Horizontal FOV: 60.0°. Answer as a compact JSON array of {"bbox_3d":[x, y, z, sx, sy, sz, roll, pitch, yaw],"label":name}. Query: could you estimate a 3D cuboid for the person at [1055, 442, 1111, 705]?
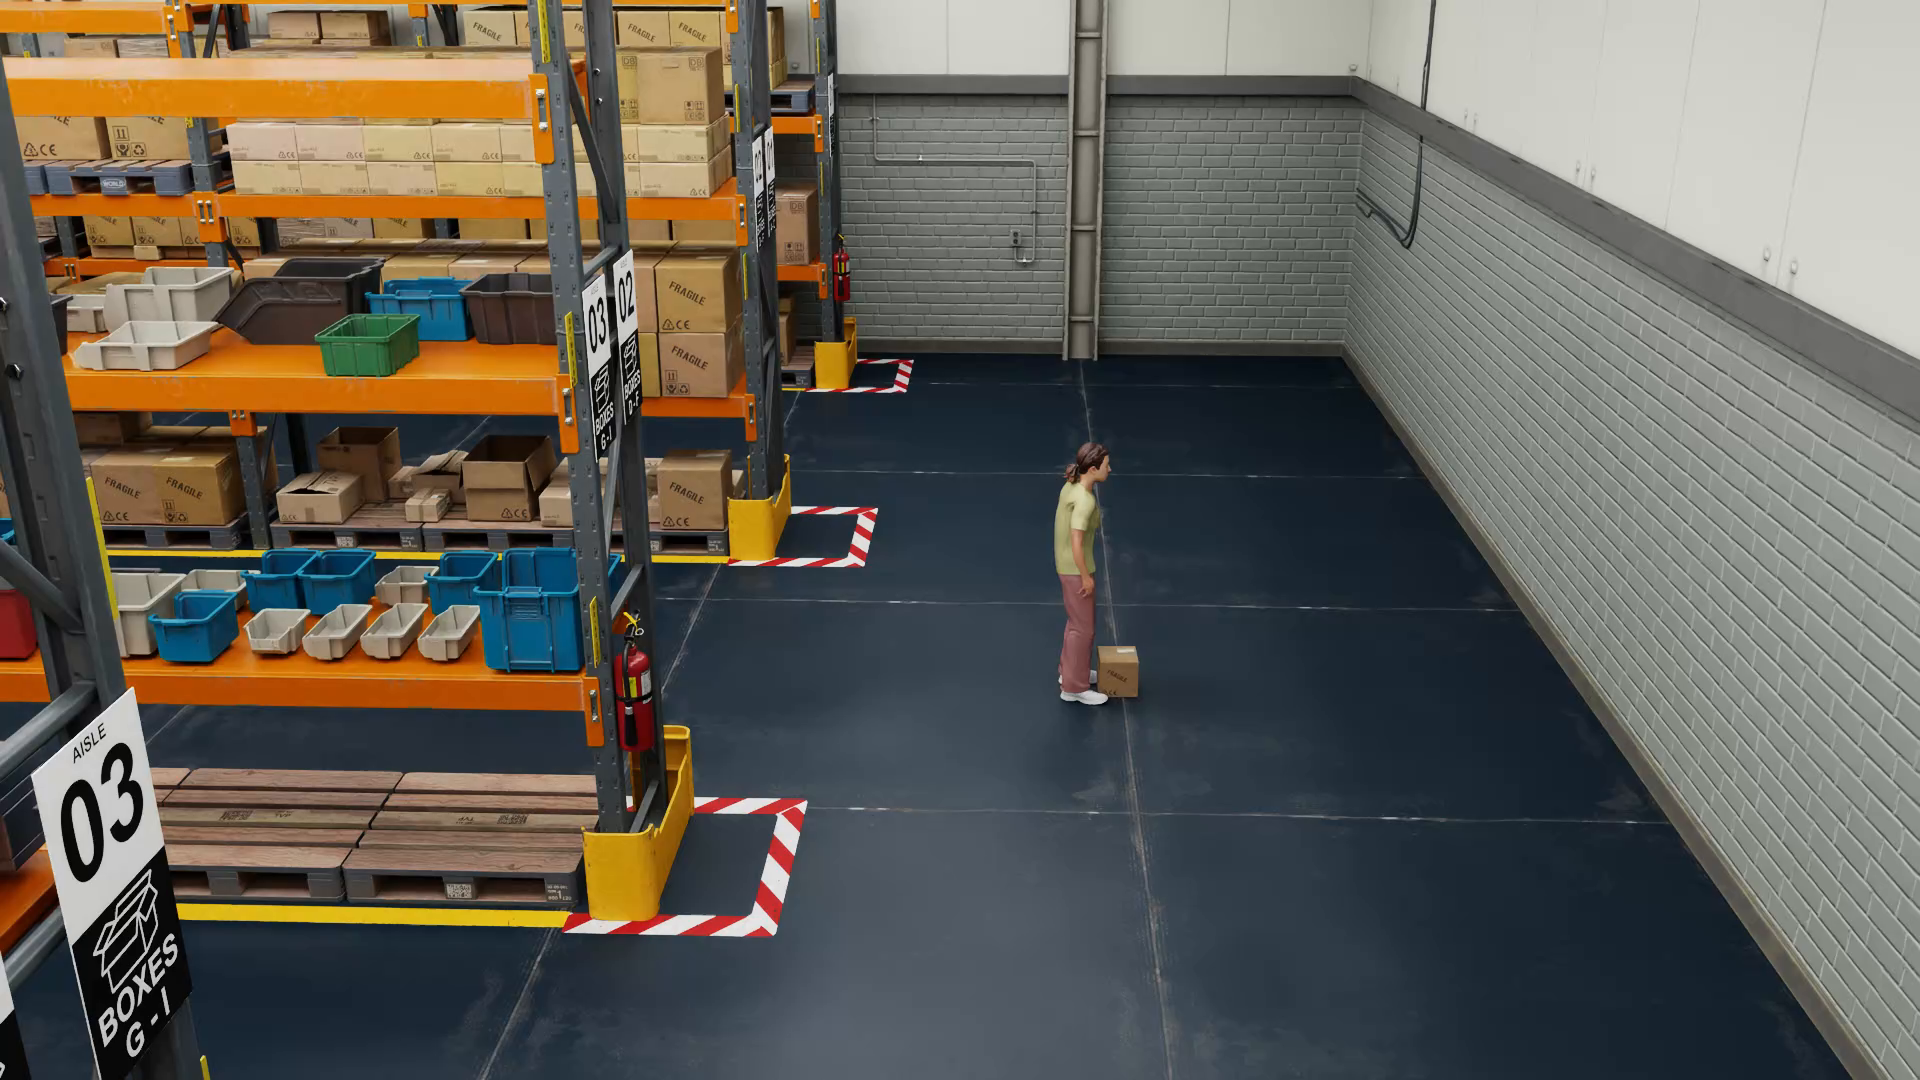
[{"bbox_3d":[0.779,0.190,10.586,0.359,1.672,0.521,0,21,-1],"label":"person"}]
